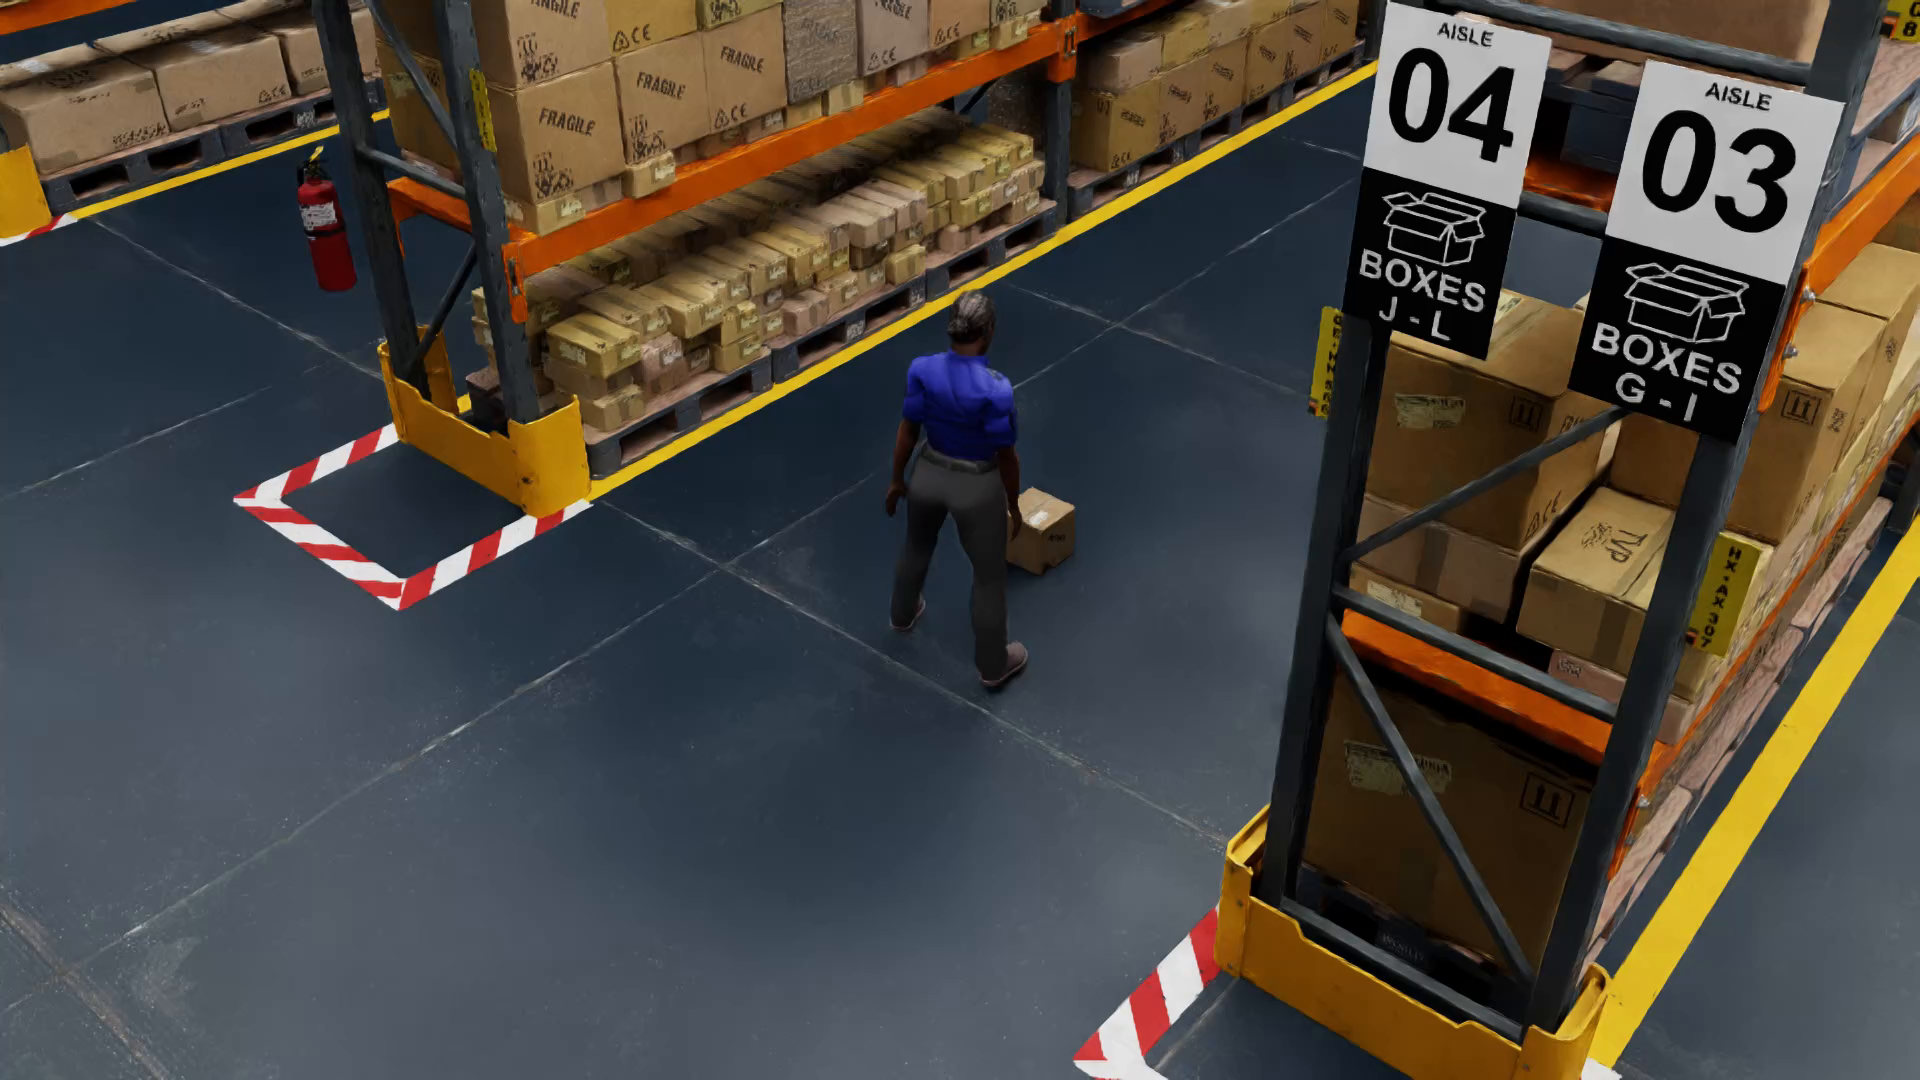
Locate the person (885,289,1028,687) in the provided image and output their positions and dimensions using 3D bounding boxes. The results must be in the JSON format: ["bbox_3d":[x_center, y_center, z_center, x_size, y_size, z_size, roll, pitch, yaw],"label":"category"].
[{"bbox_3d":[-0.027,-0.235,6.459,0.649,1.647,0.426,15,38,20],"label":"person"}]
